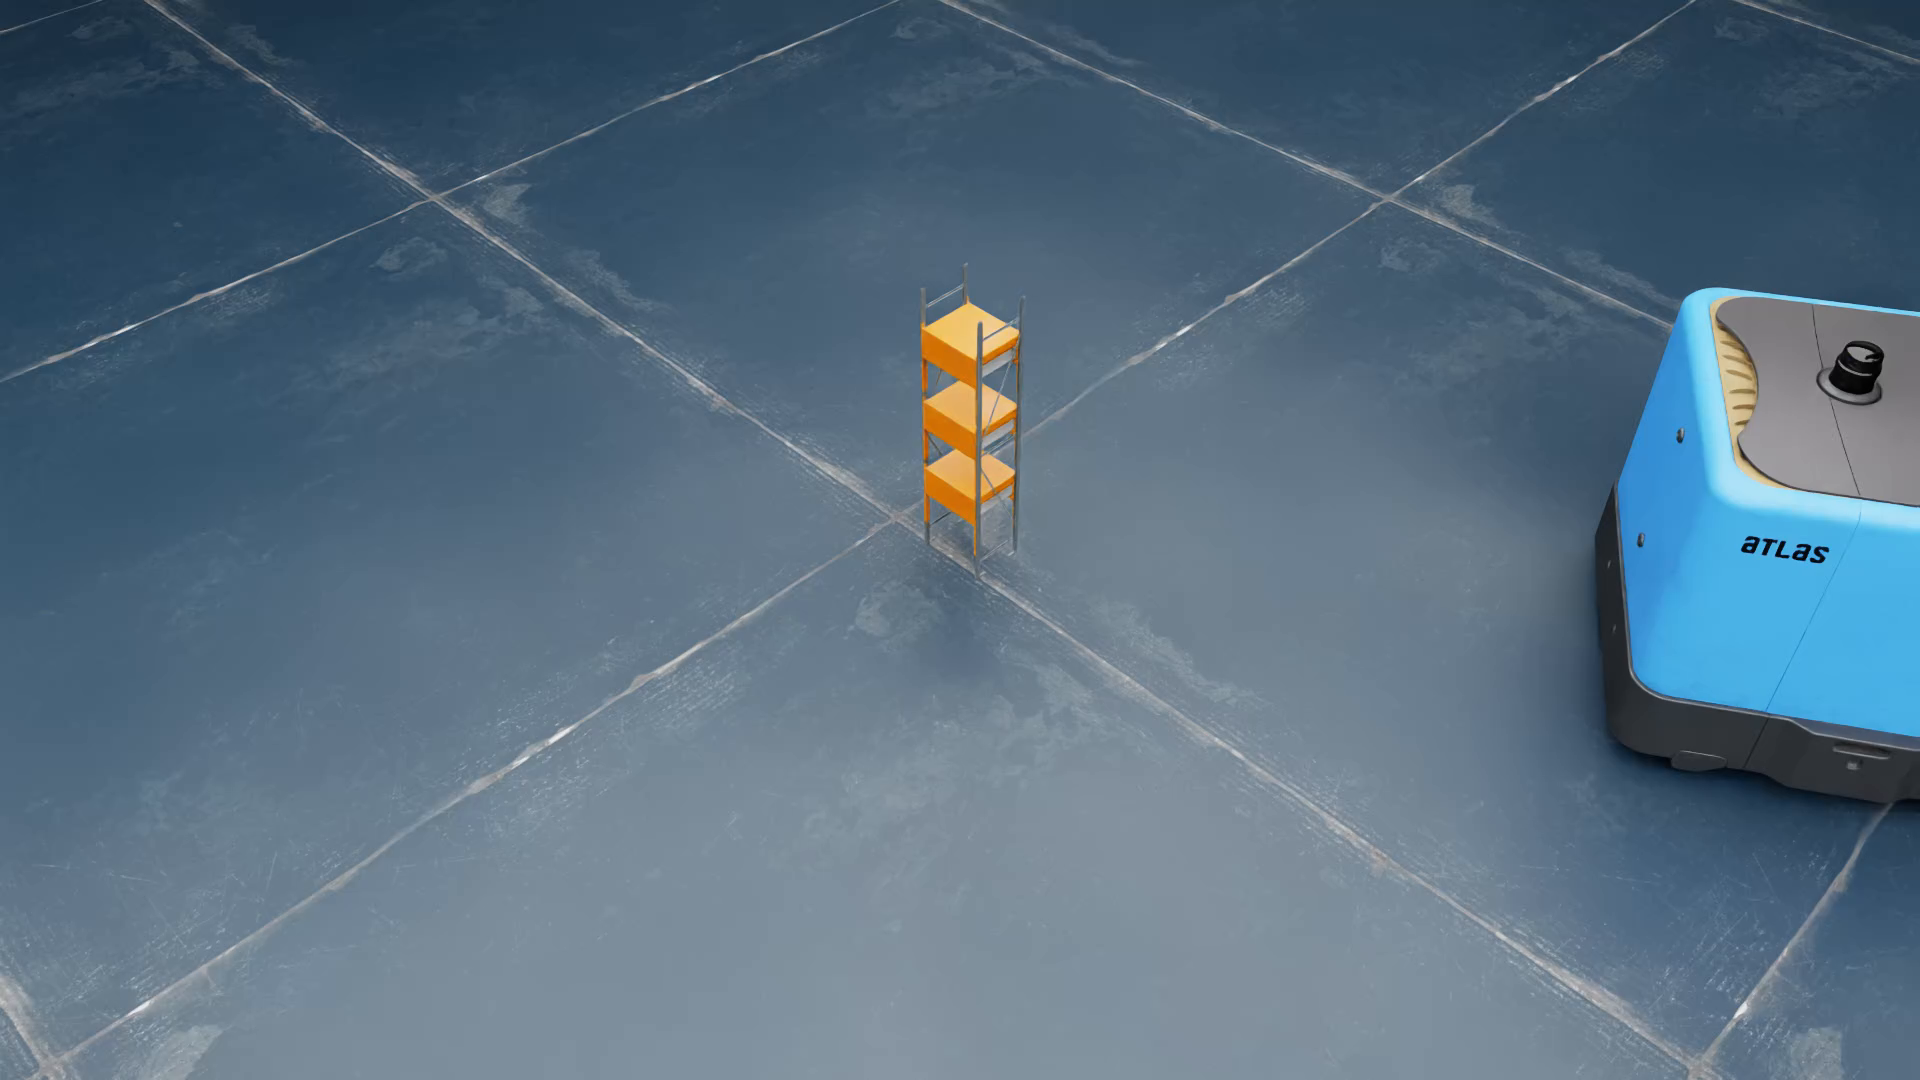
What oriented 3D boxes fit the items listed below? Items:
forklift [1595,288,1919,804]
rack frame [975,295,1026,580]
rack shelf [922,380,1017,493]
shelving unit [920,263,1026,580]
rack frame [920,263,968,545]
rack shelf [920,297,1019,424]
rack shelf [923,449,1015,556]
[{"bbox_3d":[3.535,-0.515,4.148,3.031,2.935,1.130,9,44,10],"label":"forklift"},{"bbox_3d":[0.124,-0.301,5.302,0.200,1.050,0.008,-34,53,-31],"label":"rack frame"},{"bbox_3d":[0.038,-0.352,5.373,0.215,0.259,0.240,-34,53,-31],"label":"rack shelf"},{"bbox_3d":[0.038,-0.360,5.366,0.215,1.050,0.252,-34,53,-31],"label":"shelving unit"},{"bbox_3d":[-0.048,-0.418,5.429,0.200,1.050,0.008,-34,53,-31],"label":"rack frame"},{"bbox_3d":[0.038,-0.560,5.180,0.215,0.259,0.240,-34,53,-31],"label":"rack shelf"},{"bbox_3d":[0.038,-0.148,5.562,0.215,0.259,0.240,-34,53,-31],"label":"rack shelf"}]
